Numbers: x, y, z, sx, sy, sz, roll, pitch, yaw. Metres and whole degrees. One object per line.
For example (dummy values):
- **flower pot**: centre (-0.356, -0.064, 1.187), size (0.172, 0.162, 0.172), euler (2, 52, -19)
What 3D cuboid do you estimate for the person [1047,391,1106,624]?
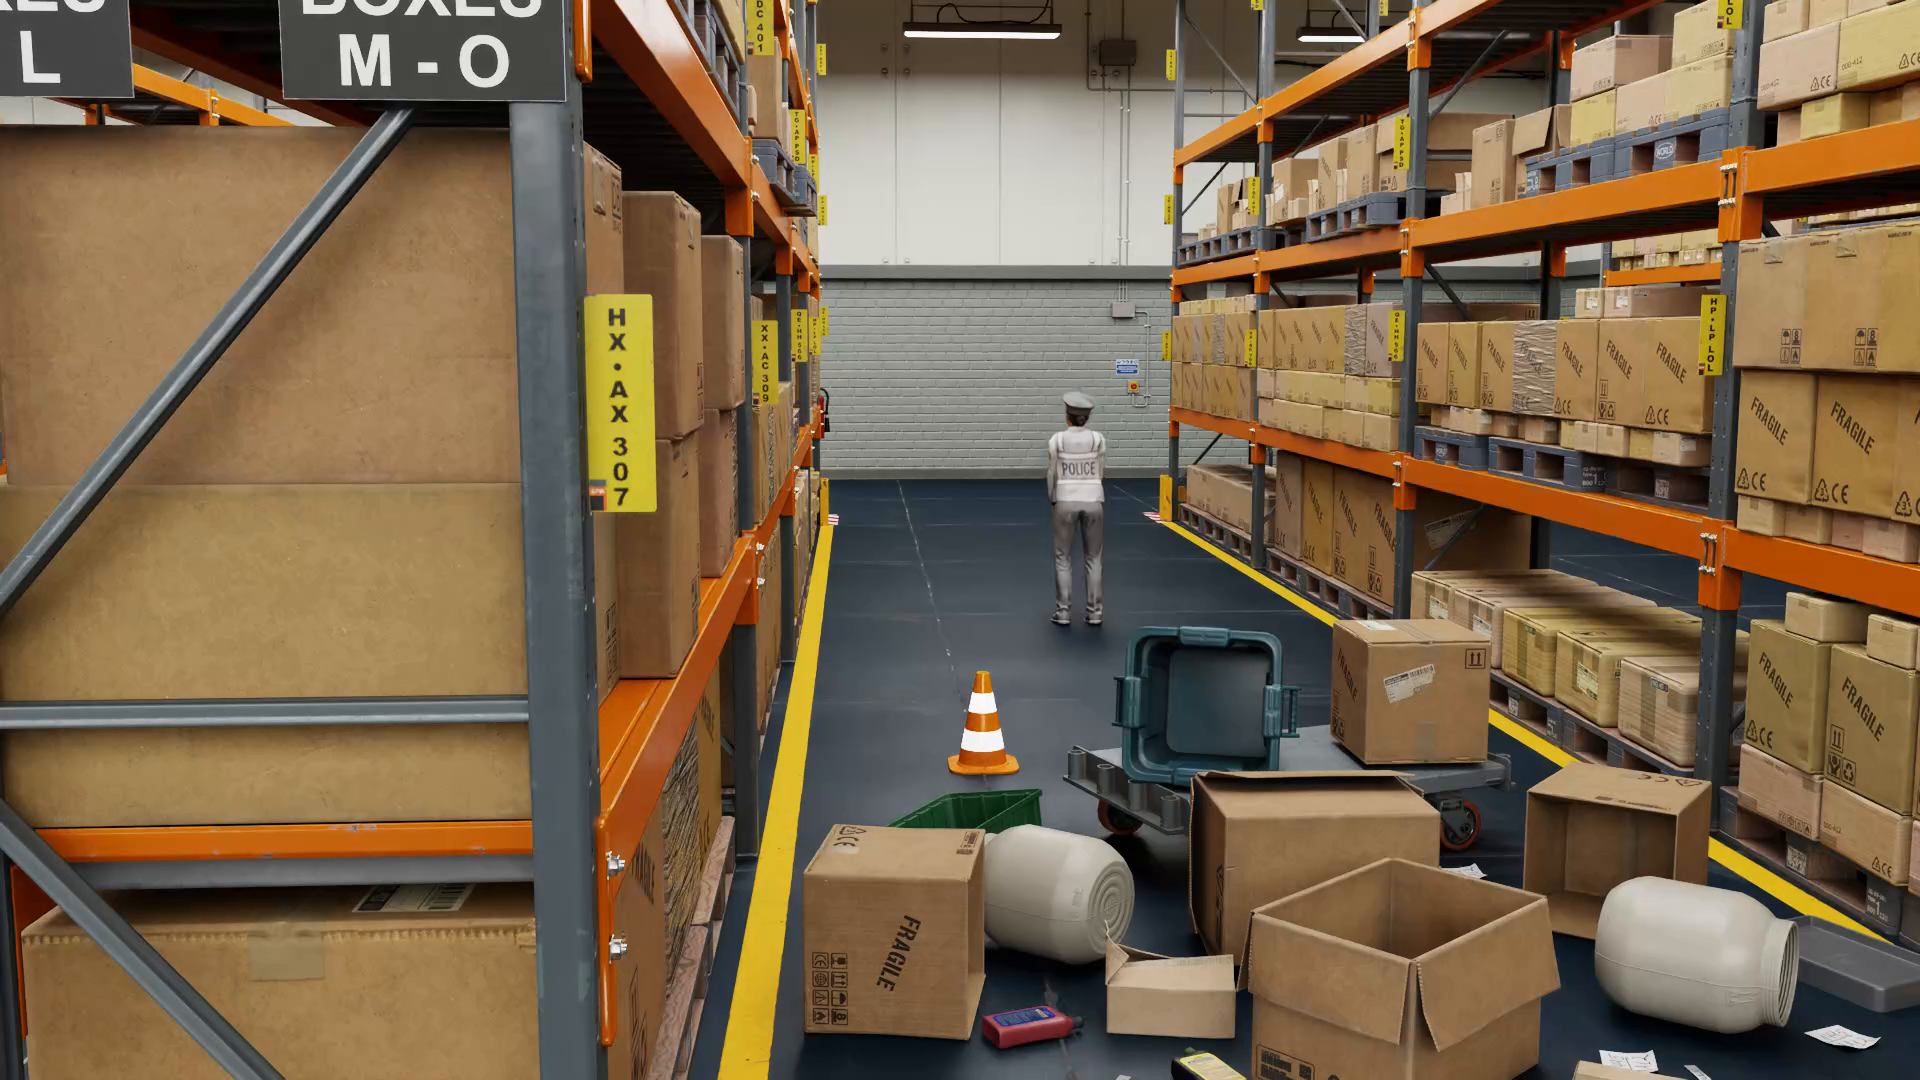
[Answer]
- **person**: centre (0.836, -0.237, 12.111), size (0.416, 1.691, 0.523), euler (-1, 7, -5)
